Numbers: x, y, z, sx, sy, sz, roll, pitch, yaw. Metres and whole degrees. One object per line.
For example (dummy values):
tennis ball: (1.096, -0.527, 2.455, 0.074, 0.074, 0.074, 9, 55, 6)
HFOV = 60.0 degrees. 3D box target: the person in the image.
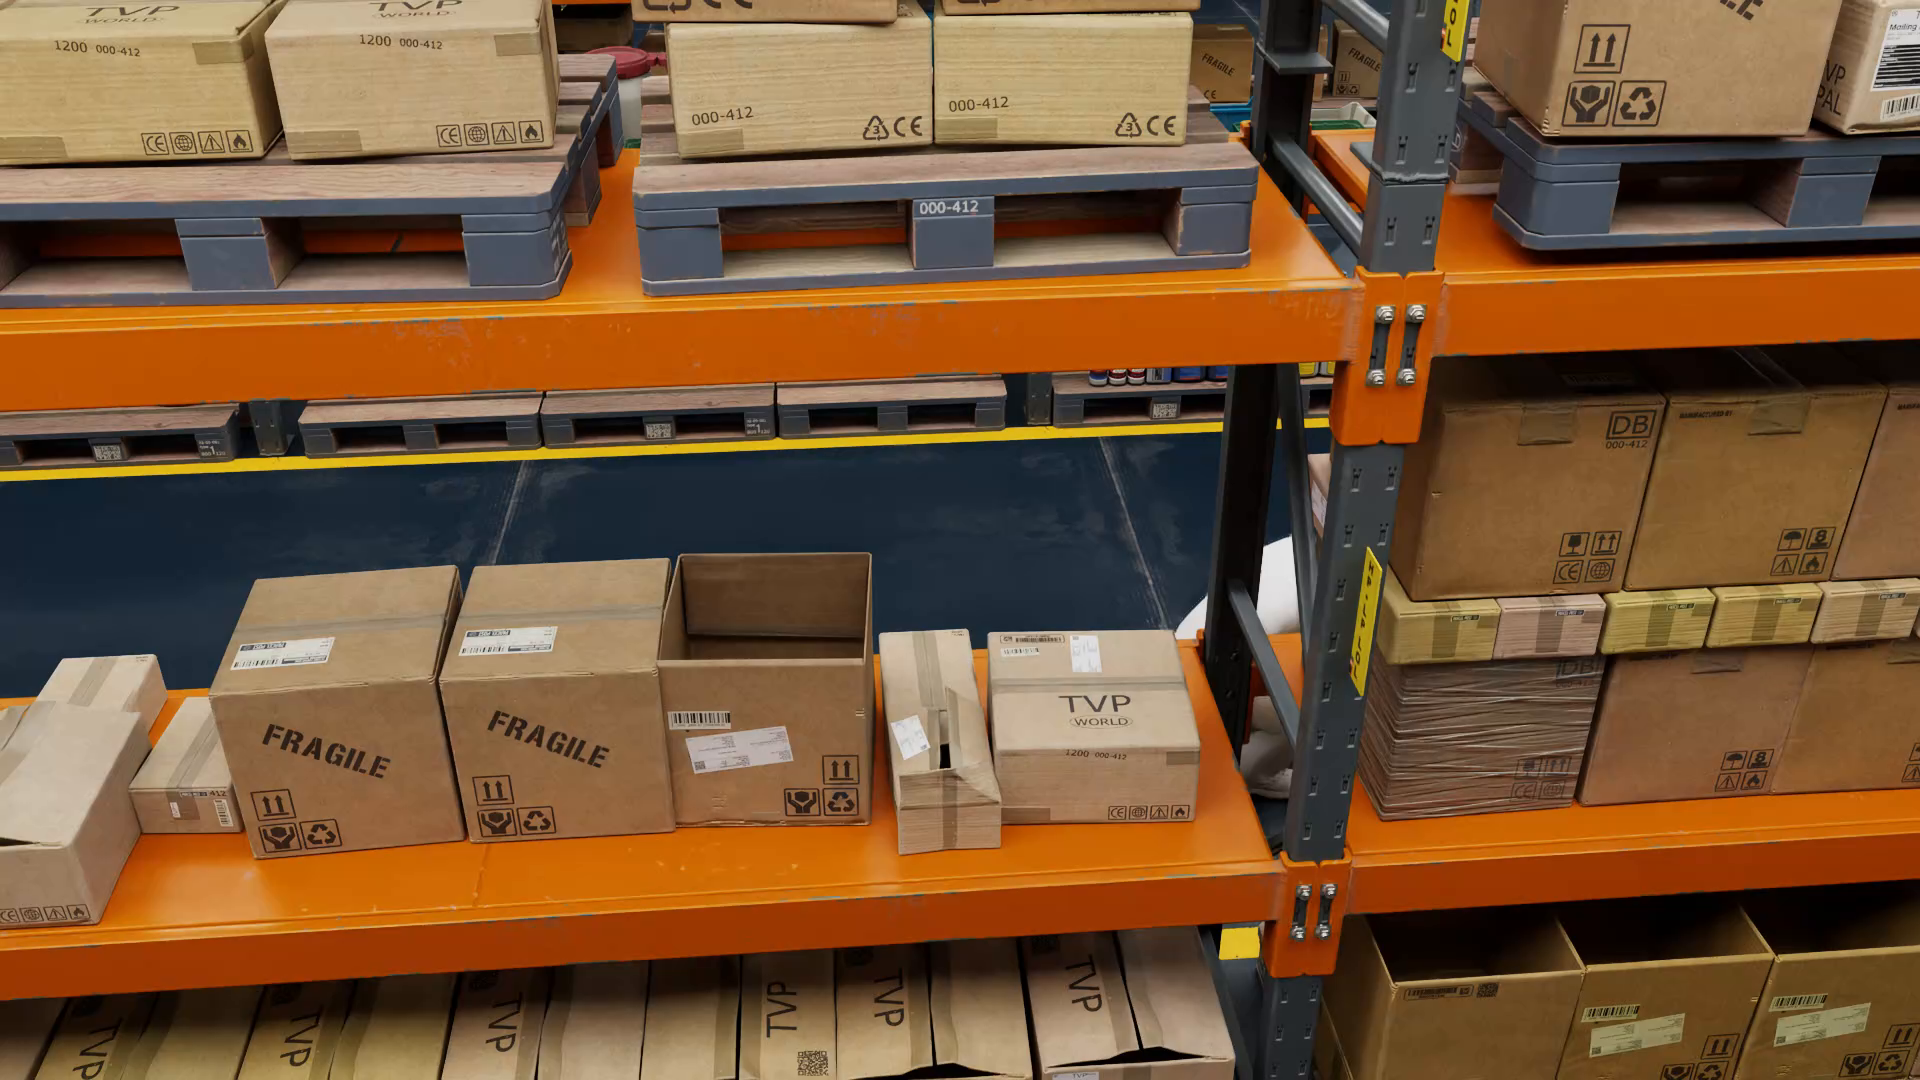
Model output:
person: (1.211, 0.468, 6.181, 0.905, 0.941, 0.607, -2, 31, -4)
